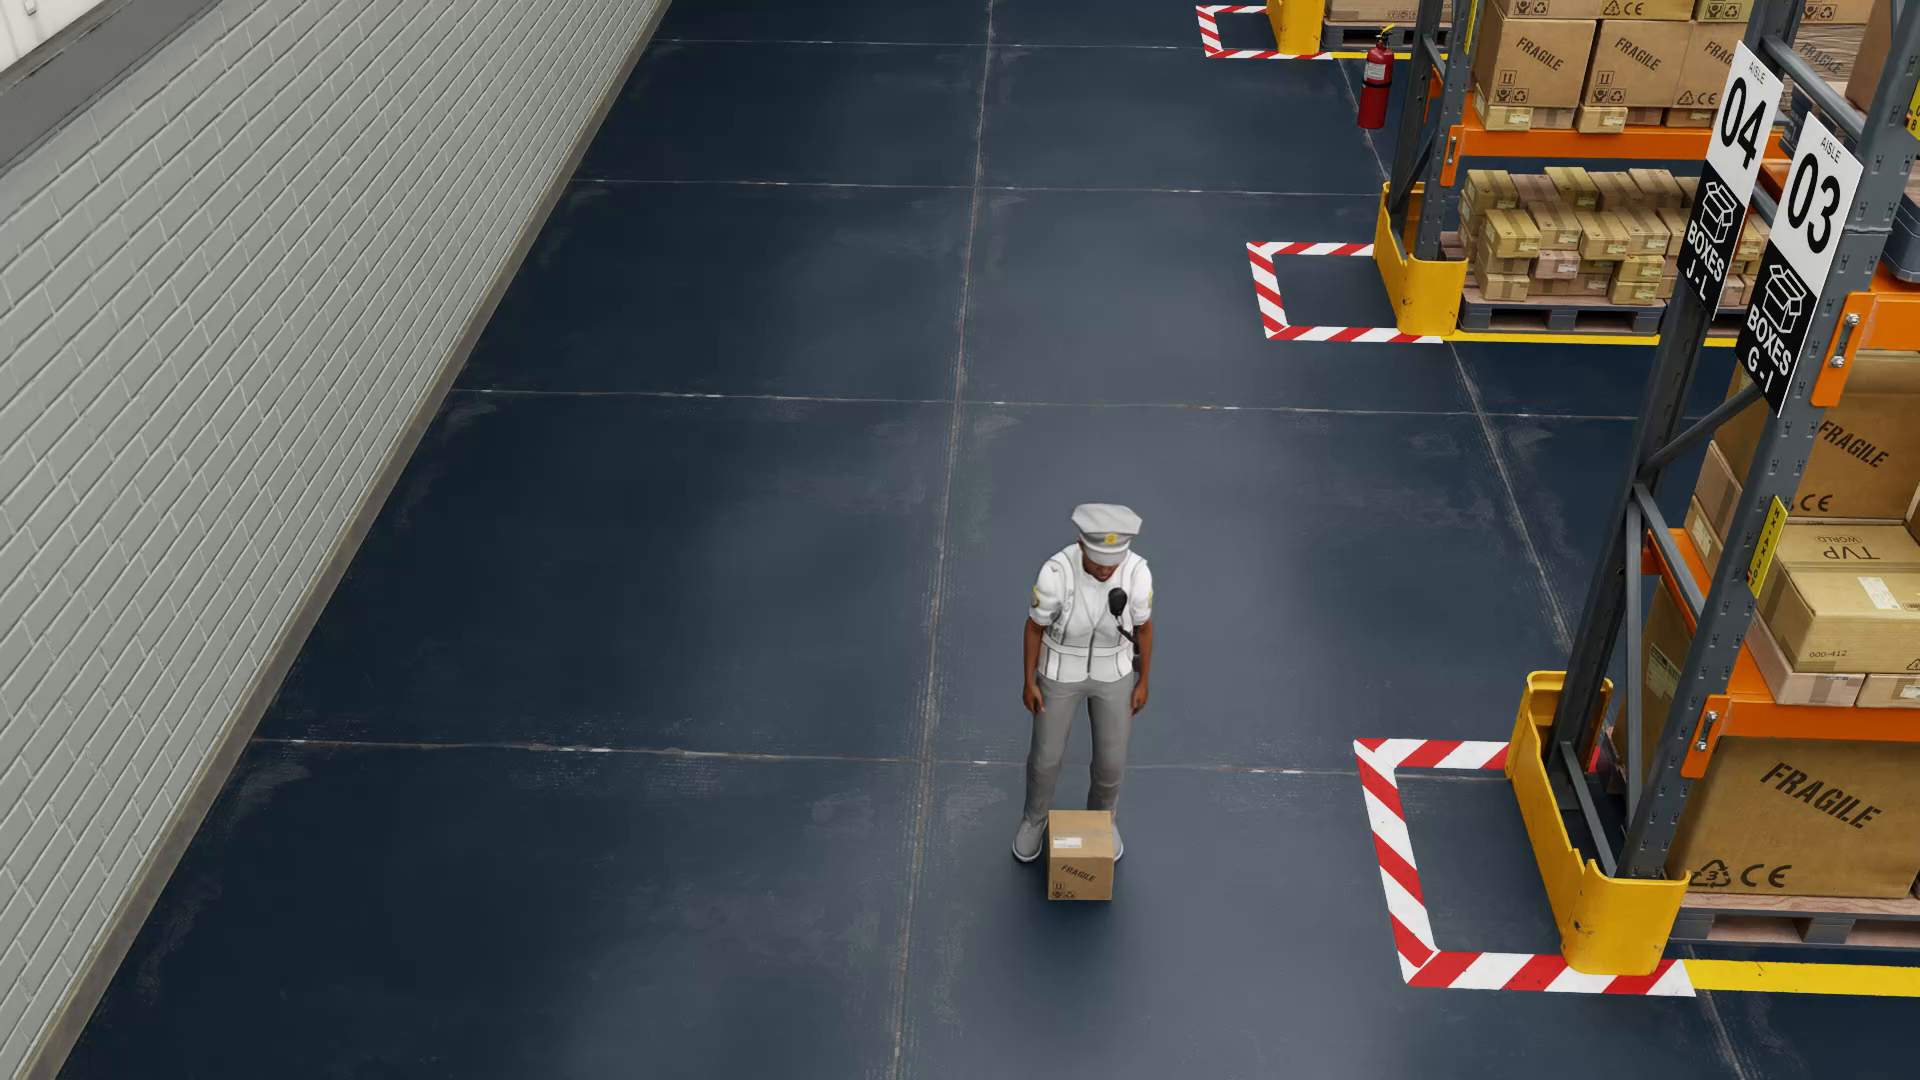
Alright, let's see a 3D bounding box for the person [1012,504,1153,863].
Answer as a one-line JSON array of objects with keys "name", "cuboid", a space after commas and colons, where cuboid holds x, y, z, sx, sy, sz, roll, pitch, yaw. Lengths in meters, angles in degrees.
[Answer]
[{"name": "person", "cuboid": [0.473, 0.540, 6.371, 0.521, 1.656, 0.395, 0, 36, -1]}]
